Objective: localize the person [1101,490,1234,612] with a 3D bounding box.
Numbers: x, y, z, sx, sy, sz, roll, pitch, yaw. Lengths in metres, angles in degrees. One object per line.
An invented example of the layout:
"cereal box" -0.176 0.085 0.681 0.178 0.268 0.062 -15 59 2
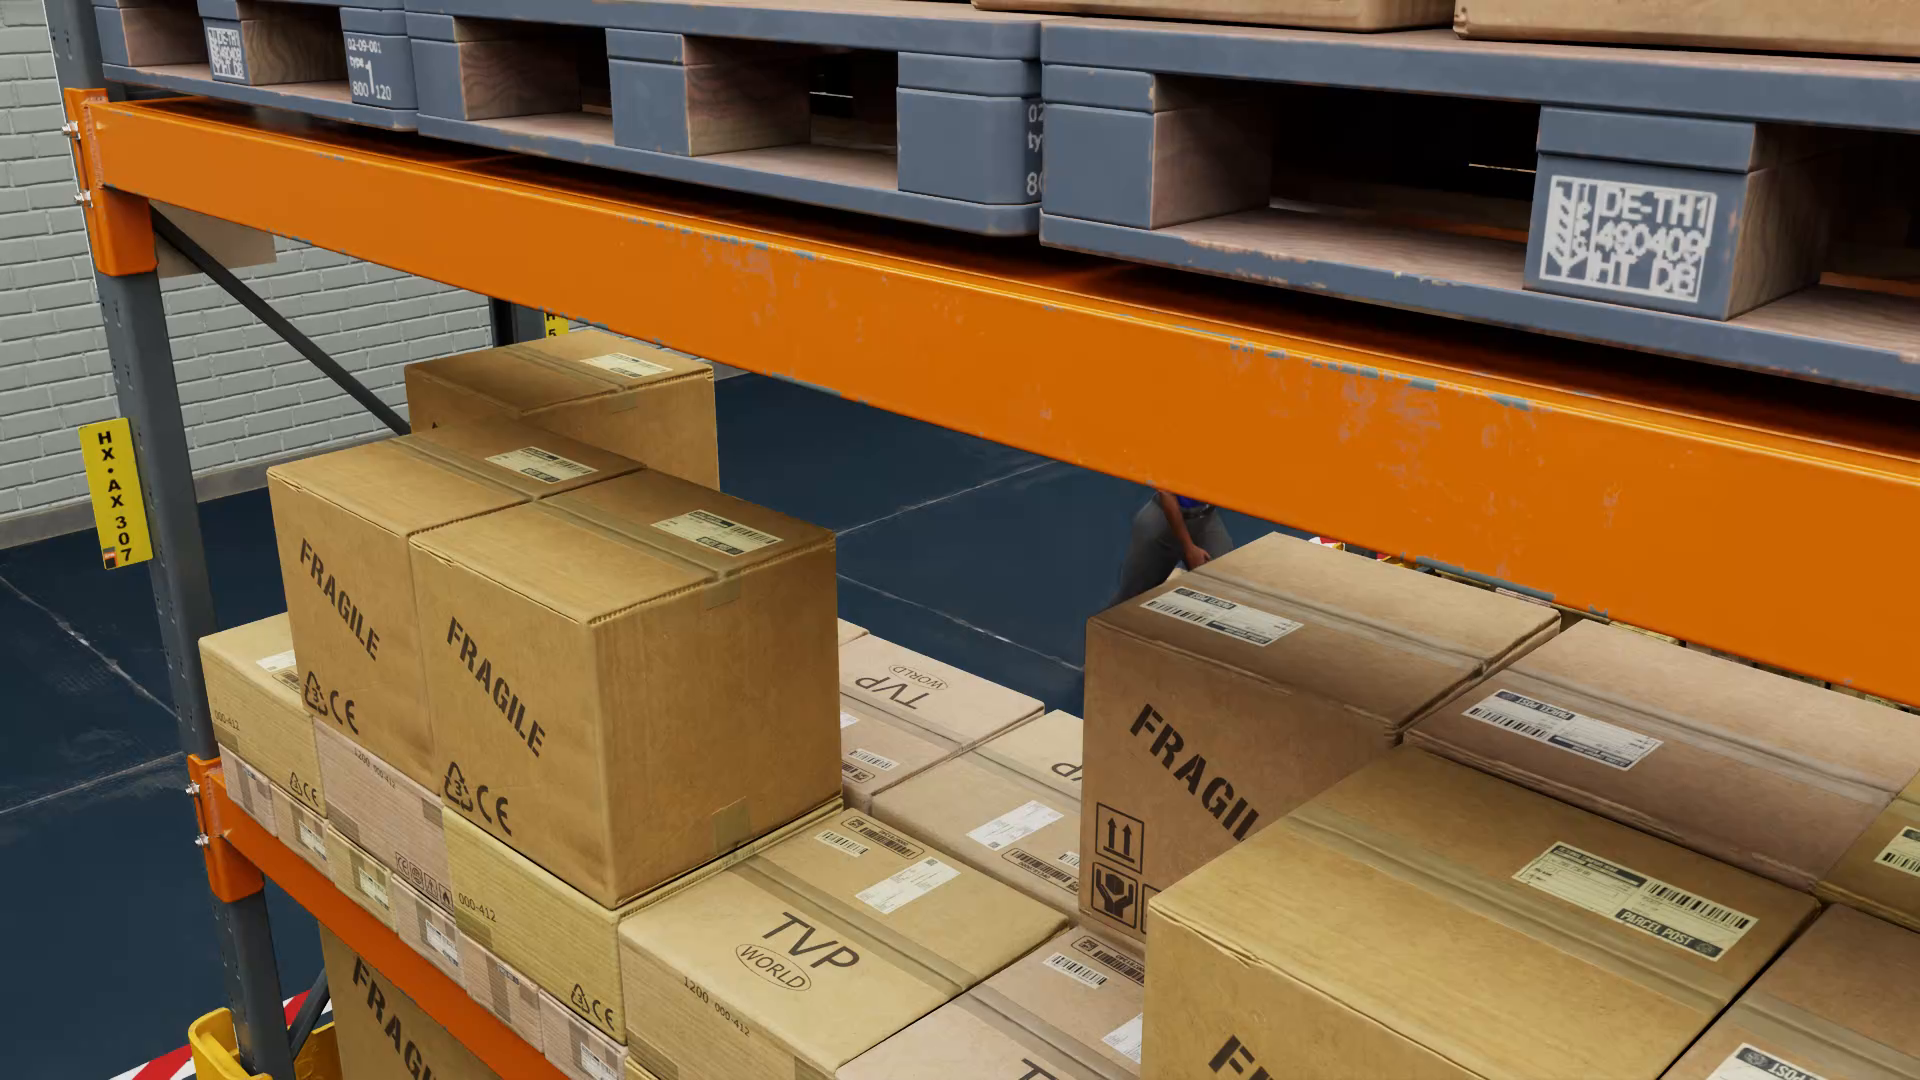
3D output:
"person" 0.938 -0.047 6.693 0.991 1.589 0.444 19 28 41
